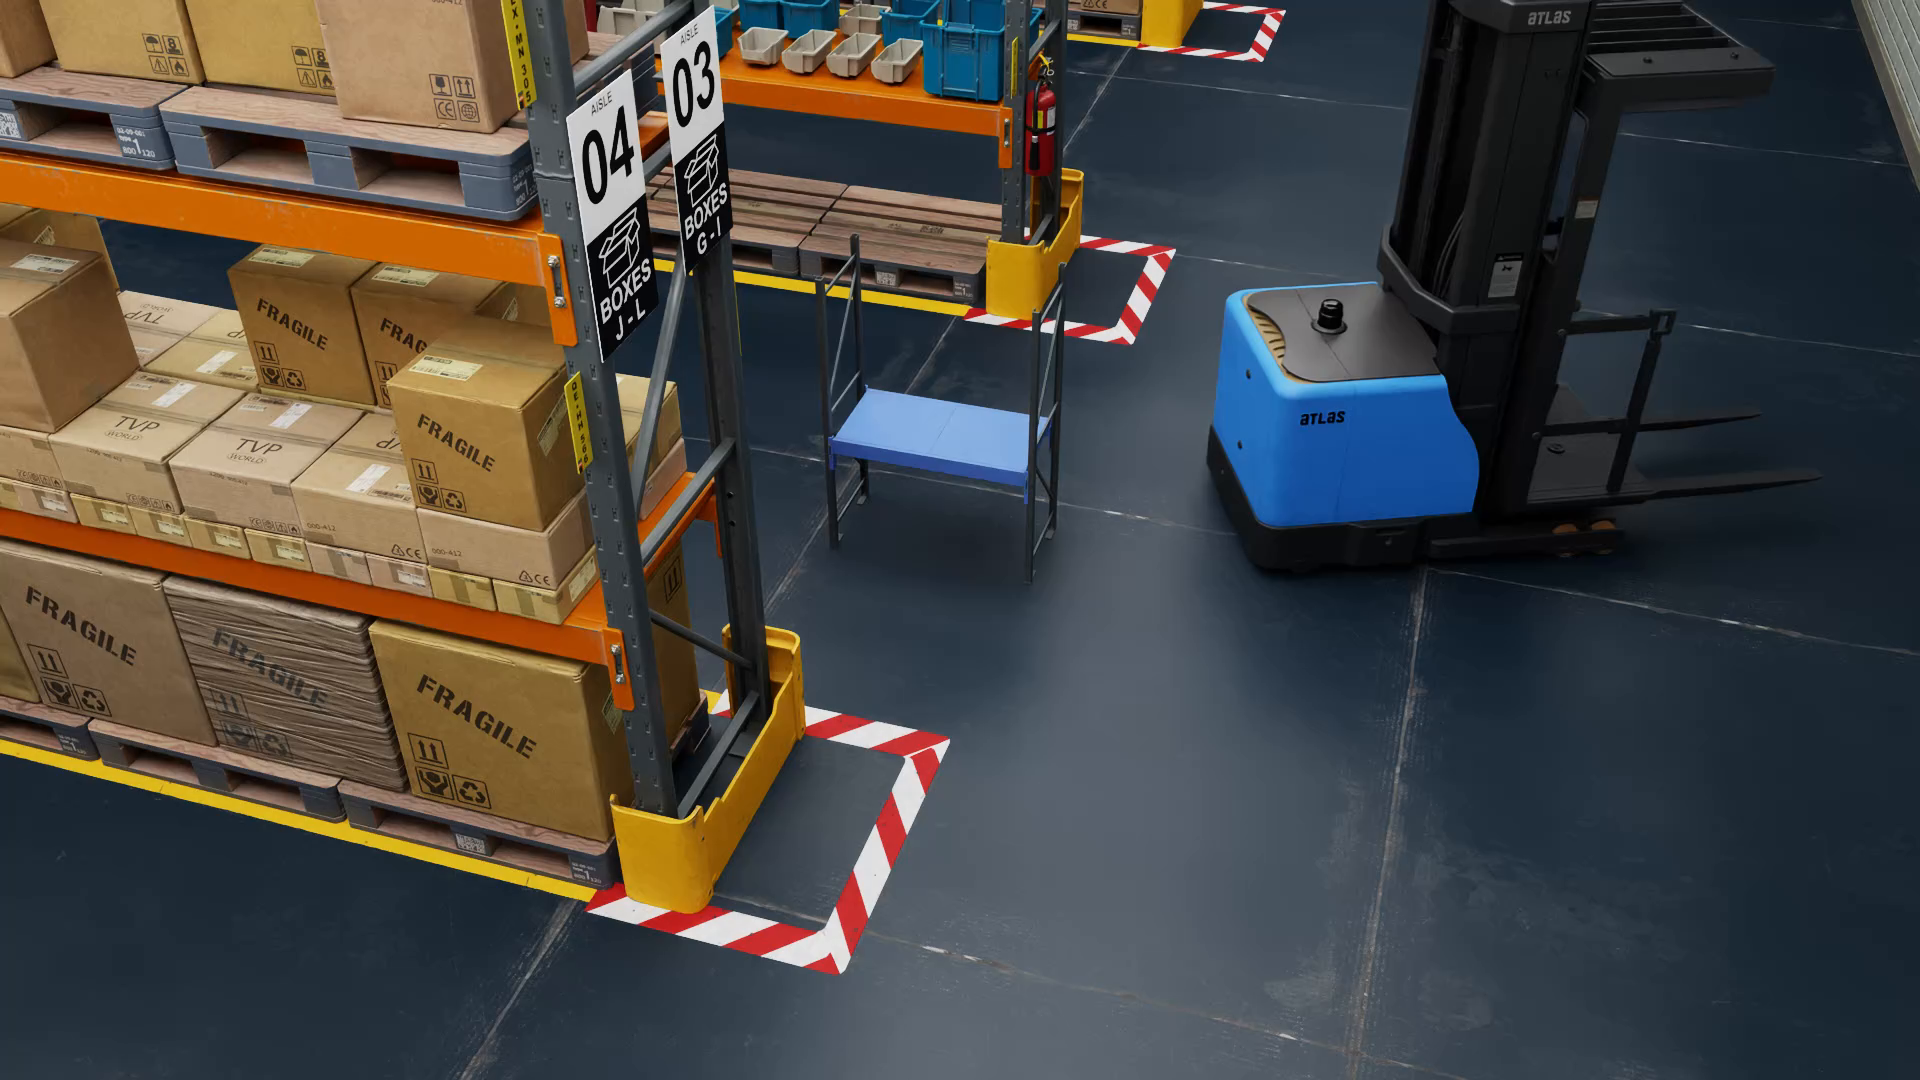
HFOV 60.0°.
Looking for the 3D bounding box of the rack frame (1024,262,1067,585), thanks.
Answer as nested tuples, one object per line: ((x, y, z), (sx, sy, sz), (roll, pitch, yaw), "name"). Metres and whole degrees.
((0.404, -0.529, 7.889), (0.032, 1.500, 0.500), (10, 38, 14), "rack frame")

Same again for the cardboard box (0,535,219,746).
((-3.373, 0.191, 7.084), (0.875, 0.875, 0.875), (10, 38, 14), "cardboard box")

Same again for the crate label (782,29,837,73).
((-0.921, -2.967, 10.107), (0.243, 0.136, 0.396), (10, 38, 14), "crate label")

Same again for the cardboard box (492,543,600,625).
((-1.458, 0.115, 5.961), (0.250, 0.149, 0.380), (11, 38, 15), "cardboard box")

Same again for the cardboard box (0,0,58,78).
((-3.105, -1.900, 5.433), (0.500, 0.500, 0.700), (12, 38, 16), "cardboard box")

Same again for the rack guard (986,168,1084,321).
((0.483, -1.909, 10.607), (0.348, 0.500, 1.175), (10, 38, 14), "rack guard")

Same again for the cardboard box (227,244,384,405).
((-2.372, -0.885, 6.351), (0.500, 0.500, 0.500), (10, 37, 13), "cardboard box")

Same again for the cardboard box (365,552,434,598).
((-1.948, 0.024, 6.083), (0.250, 0.149, 0.380), (11, 38, 14), "cardboard box")

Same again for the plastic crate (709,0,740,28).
((-1.610, -3.400, 10.695), (0.466, 0.136, 0.293), (10, 38, 14), "plastic crate")

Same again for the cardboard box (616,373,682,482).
((-1.398, -0.407, 6.333), (0.500, 0.250, 0.500), (10, 37, 13), "cardboard box")

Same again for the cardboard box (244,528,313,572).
((-2.434, -0.065, 6.205), (0.250, 0.149, 0.380), (10, 37, 13), "cardboard box")

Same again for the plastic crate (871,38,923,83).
((-0.376, -2.872, 9.978), (0.243, 0.136, 0.396), (10, 38, 14), "plastic crate")

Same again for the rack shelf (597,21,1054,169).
((-1.452, -2.976, 10.555), (4.000, 0.370, 1.077), (10, 38, 14), "rack shelf")

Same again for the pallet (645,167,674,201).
((-2.648, -2.388, 11.502), (1.213, 0.211, 1.003), (10, 38, 14), "pallet")

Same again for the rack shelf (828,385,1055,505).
((-0.081, -0.474, 8.118), (1.000, 0.185, 0.538), (10, 38, 14), "rack shelf")

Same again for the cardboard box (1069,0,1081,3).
((0.985, -4.830, 14.485), (0.250, 0.166, 0.380), (10, 38, 14), "cardboard box")

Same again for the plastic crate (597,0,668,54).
((-1.959, -3.222, 10.331), (0.530, 0.282, 0.437), (10, 38, 14), "plastic crate")

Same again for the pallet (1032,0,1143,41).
((1.103, -4.745, 14.704), (1.213, 0.211, 1.003), (10, 38, 14), "pallet")

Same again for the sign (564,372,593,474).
((-1.195, -0.367, 5.227), (0.005, 0.325, 0.100), (10, 38, 14), "sign")

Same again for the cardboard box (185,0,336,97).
((-2.034, -1.797, 5.292), (0.500, 0.500, 0.700), (9, 37, 12), "cardboard box")

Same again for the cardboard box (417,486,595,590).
((-1.562, -0.105, 5.923), (0.500, 0.250, 0.500), (10, 38, 13), "cardboard box")

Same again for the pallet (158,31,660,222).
((-1.732, -1.407, 5.361), (1.213, 0.211, 1.003), (10, 38, 14), "pallet")

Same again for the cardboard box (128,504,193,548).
((-2.917, -0.156, 6.328), (0.250, 0.149, 0.380), (11, 38, 15), "cardboard box")

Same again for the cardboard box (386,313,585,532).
((-1.564, -0.409, 5.703), (0.500, 0.500, 0.500), (11, 38, 14), "cardboard box")

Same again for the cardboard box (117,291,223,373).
((-3.357, -0.767, 6.822), (0.500, 0.250, 0.500), (11, 38, 15), "cardboard box")

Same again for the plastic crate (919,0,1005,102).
((0.081, -2.904, 9.770), (0.499, 0.435, 0.616), (10, 38, 14), "plastic crate")

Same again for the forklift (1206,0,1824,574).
((2.873, -1.401, 7.866), (3.031, 2.935, 1.130), (-5, 37, -6), "forklift")

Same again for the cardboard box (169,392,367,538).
((-2.532, -0.285, 6.167), (0.500, 0.250, 0.500), (9, 37, 12), "cardboard box")

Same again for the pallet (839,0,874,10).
((-1.226, -5.176, 15.290), (1.213, 0.211, 1.003), (10, 38, 14), "pallet")

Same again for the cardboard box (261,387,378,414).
((-2.375, -0.586, 6.576), (0.500, 0.250, 0.500), (9, 37, 12), "cardboard box")

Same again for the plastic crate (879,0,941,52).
((-0.309, -3.215, 10.364), (0.300, 0.233, 0.416), (10, 38, 14), "plastic crate")

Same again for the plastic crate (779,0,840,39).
((-0.938, -3.332, 10.522), (0.300, 0.233, 0.416), (10, 38, 14), "plastic crate")

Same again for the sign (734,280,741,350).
((-0.849, -0.803, 6.199), (0.005, 0.325, 0.100), (10, 38, 14), "sign")

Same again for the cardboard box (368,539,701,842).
((-1.655, 0.509, 6.651), (0.875, 0.875, 0.875), (10, 38, 14), "cardboard box")

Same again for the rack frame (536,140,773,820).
((-1.020, -0.110, 6.054), (0.127, 3.000, 1.000), (10, 38, 14), "rack frame")

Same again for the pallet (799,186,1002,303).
((-0.319, -1.957, 10.916), (1.213, 0.211, 1.003), (10, 38, 14), "pallet")

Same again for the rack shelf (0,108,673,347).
((-2.929, -1.382, 5.858), (4.000, 0.370, 1.077), (10, 38, 14), "rack shelf")

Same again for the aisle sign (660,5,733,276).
((-0.862, -1.314, 5.497), (0.004, 0.787, 0.394), (10, 38, 14), "aisle sign")

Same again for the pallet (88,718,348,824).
((-2.968, 0.699, 7.307), (1.213, 0.211, 1.003), (10, 38, 14), "pallet")

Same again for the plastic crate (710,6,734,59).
((-1.580, -3.087, 10.189), (0.300, 0.233, 0.416), (10, 38, 14), "plastic crate")

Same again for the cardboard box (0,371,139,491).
((-3.499, -0.466, 6.413), (0.500, 0.250, 0.500), (11, 38, 15), "cardboard box")

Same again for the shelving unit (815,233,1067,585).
((-0.081, -0.619, 8.011), (1.048, 1.500, 0.538), (10, 38, 14), "shelving unit")

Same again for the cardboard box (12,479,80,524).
((-3.418, -0.246, 6.451), (0.250, 0.149, 0.380), (11, 38, 14), "cardboard box")
